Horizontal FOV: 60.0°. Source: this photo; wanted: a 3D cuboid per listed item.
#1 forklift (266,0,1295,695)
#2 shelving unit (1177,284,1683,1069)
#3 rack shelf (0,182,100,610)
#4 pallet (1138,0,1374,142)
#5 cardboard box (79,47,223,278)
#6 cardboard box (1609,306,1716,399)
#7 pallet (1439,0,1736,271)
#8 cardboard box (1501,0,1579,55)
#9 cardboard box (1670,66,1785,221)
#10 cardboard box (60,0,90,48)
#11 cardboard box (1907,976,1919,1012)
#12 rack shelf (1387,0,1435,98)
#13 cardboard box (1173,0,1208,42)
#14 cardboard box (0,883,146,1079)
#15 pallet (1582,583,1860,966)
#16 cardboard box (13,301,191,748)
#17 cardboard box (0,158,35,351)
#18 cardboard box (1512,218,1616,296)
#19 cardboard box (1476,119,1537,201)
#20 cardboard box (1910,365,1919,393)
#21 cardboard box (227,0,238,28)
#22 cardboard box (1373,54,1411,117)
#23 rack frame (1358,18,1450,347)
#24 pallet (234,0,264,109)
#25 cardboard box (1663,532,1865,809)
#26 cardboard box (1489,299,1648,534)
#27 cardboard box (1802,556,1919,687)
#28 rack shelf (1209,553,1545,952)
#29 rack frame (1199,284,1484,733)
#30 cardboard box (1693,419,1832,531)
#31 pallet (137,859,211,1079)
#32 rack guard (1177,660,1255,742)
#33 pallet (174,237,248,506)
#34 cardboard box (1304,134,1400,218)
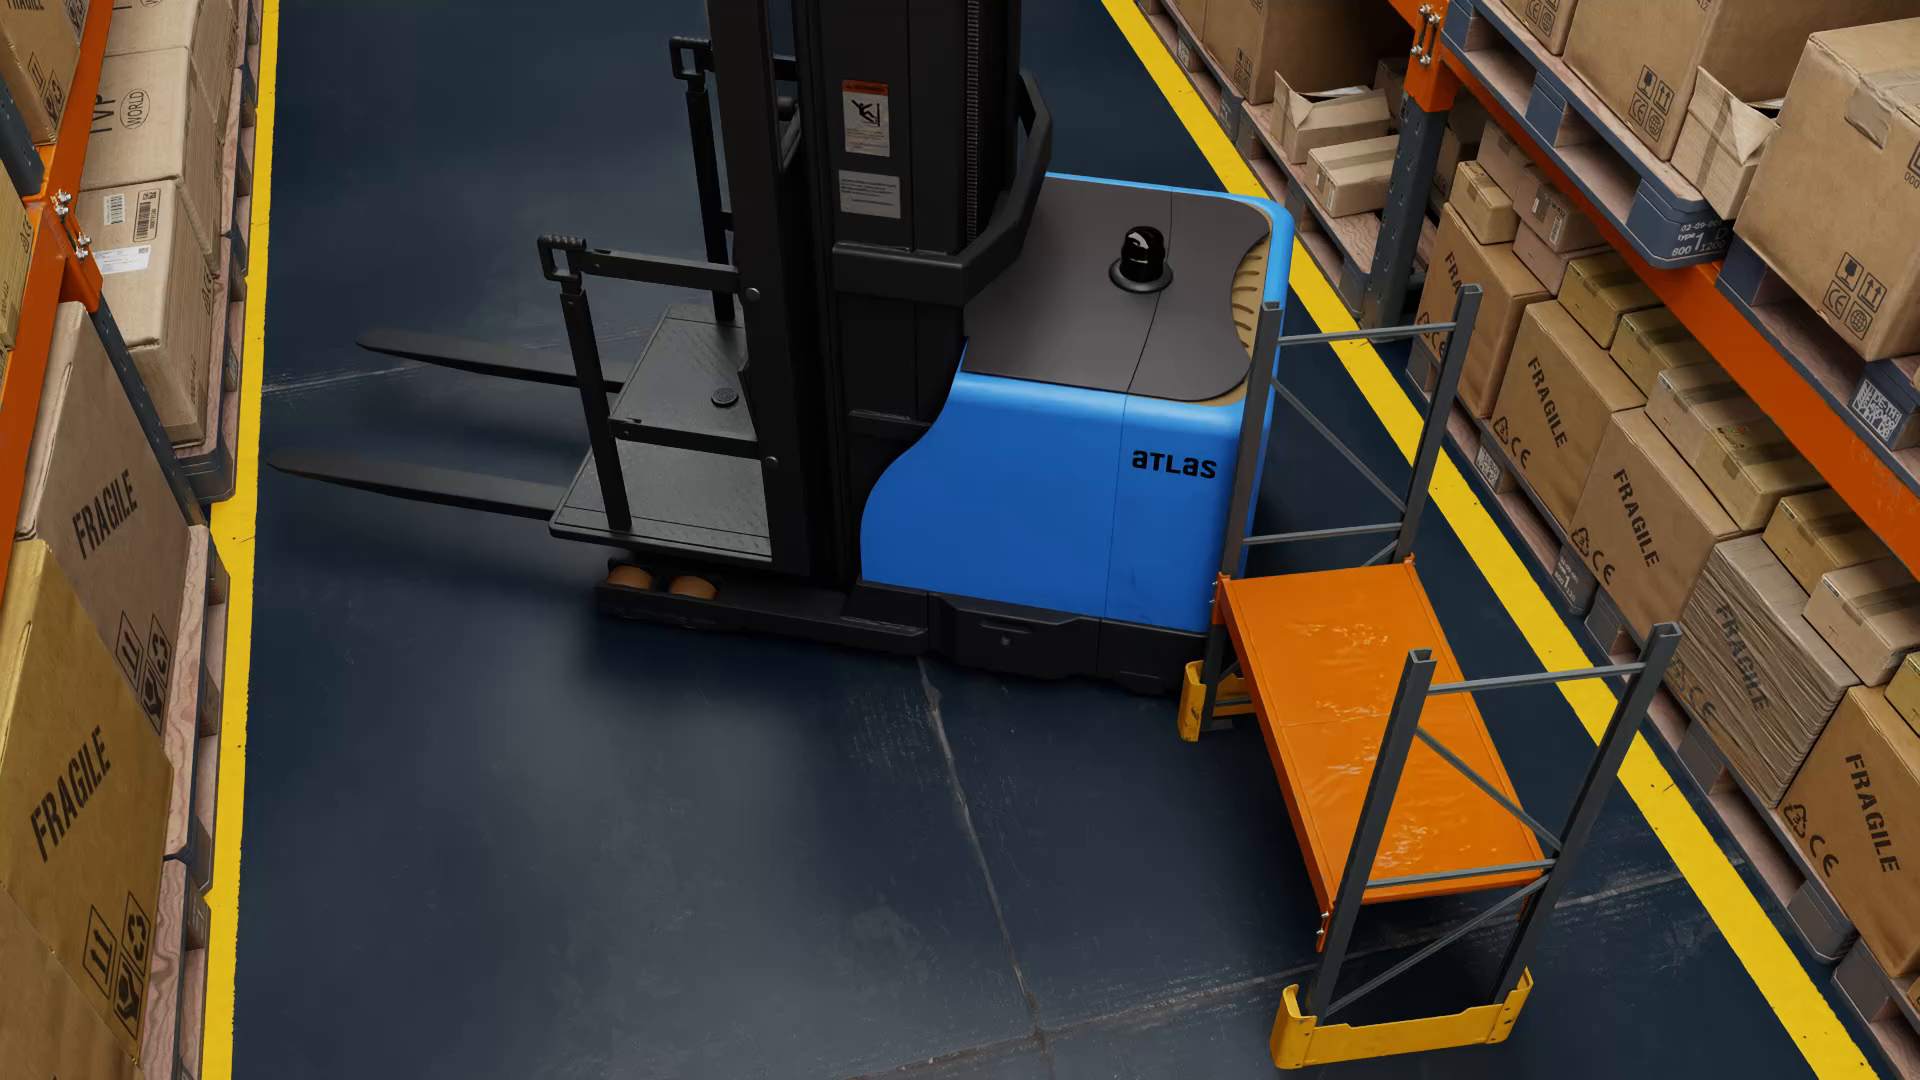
[{"bbox_3d":[-0.614,-1.119,4.295,3.031,2.935,1.130,9,46,8],"label":"forklift"},{"bbox_3d":[0.979,0.341,3.866,0.587,1.500,1.083,-5,46,-5],"label":"shelving unit"},{"bbox_3d":[-2.348,0.669,2.998,1.077,0.370,4.000,-11,47,-10],"label":"rack shelf"},{"bbox_3d":[1.446,-2.216,7.274,1.003,0.211,1.213,-11,47,-10],"label":"pallet"},{"bbox_3d":[-3.147,-1.285,5.909,0.875,0.438,0.875,-12,47,-11],"label":"cardboard box"},{"bbox_3d":[2.077,-0.538,4.679,0.380,0.149,0.250,-11,47,-11],"label":"cardboard box"},{"bbox_3d":[2.036,-1.235,4.495,1.003,0.211,1.213,-11,47,-10],"label":"pallet"},{"bbox_3d":[1.844,-1.681,4.433,0.700,0.500,0.500,-10,46,-9],"label":"cardboard box"},{"bbox_3d":[1.922,-0.944,3.875,0.396,0.266,0.258,-9,46,-8],"label":"cardboard box"},{"bbox_3d":[-2.852,-1.719,4.764,0.500,0.500,0.500,-10,47,-10],"label":"cardboard box"},{"bbox_3d":[2.527,1.016,3.611,0.500,0.500,0.500,-11,47,-11],"label":"cardboard box"},{"bbox_3d":[1.425,-3.003,6.596,1.077,0.370,4.000,-11,47,-10],"label":"rack shelf"},{"bbox_3d":[1.198,-2.487,7.044,0.500,0.500,0.500,-10,46,-10],"label":"cardboard box"},{"bbox_3d":[-2.157,1.286,3.083,0.875,0.875,0.875,-10,46,-10],"label":"cardboard box"},{"bbox_3d":[2.497,0.501,4.612,1.003,0.211,1.213,-11,47,-10],"label":"pallet"},{"bbox_3d":[-2.624,0.046,4.298,0.875,0.875,0.875,-9,46,-9],"label":"cardboard box"},{"bbox_3d":[-2.502,-0.648,3.889,0.500,0.250,0.500,-12,47,-11],"label":"cardboard box"},{"bbox_3d":[1.917,-0.900,5.033,0.380,0.149,0.250,-12,47,-11],"label":"cardboard box"},{"bbox_3d":[1.830,-1.192,5.112,0.380,0.149,0.250,-11,47,-11],"label":"cardboard box"},{"bbox_3d":[2.364,-0.389,3.164,0.797,0.503,0.637,-12,47,-11],"label":"cardboard box"},{"bbox_3d":[-3.619,-2.538,7.137,0.875,0.438,0.875,-12,47,-12],"label":"cardboard box"},{"bbox_3d":[1.885,-1.822,6.637,0.380,0.149,0.250,-11,47,-11],"label":"cardboard box"},{"bbox_3d":[1.937,-1.874,4.986,1.000,3.000,0.127,-11,47,-10],"label":"rack frame"},{"bbox_3d":[-3.604,-2.212,7.270,1.003,0.211,1.213,-11,47,-10],"label":"pallet"},{"bbox_3d":[2.239,0.300,4.312,0.500,0.500,0.500,-12,47,-12],"label":"cardboard box"},{"bbox_3d":[1.989,-0.405,5.003,0.500,0.500,0.500,-11,47,-11],"label":"cardboard box"},{"bbox_3d":[2.277,0.173,3.982,0.380,0.149,0.250,-13,47,-12],"label":"cardboard box"},{"bbox_3d":[0.980,0.473,3.988,0.538,0.185,1.000,-5,46,-5],"label":"rack shelf"},{"bbox_3d":[0.912,-0.012,4.212,0.500,1.500,0.032,-5,46,-5],"label":"rack frame"},{"bbox_3d":[2.166,-0.187,4.335,0.380,0.149,0.250,-9,46,-9],"label":"cardboard box"},{"bbox_3d":[-2.274,1.375,3.755,1.003,0.211,1.213,-11,47,-10],"label":"pallet"},{"bbox_3d":[0.913,0.426,4.658,0.587,0.250,0.087,-5,46,-5],"label":"rack guard"},{"bbox_3d":[-2.980,-0.527,5.619,1.003,0.211,1.213,-11,47,-10],"label":"pallet"},{"bbox_3d":[1.510,-1.354,6.179,0.380,0.149,0.250,-12,47,-12],"label":"cardboard box"}]
